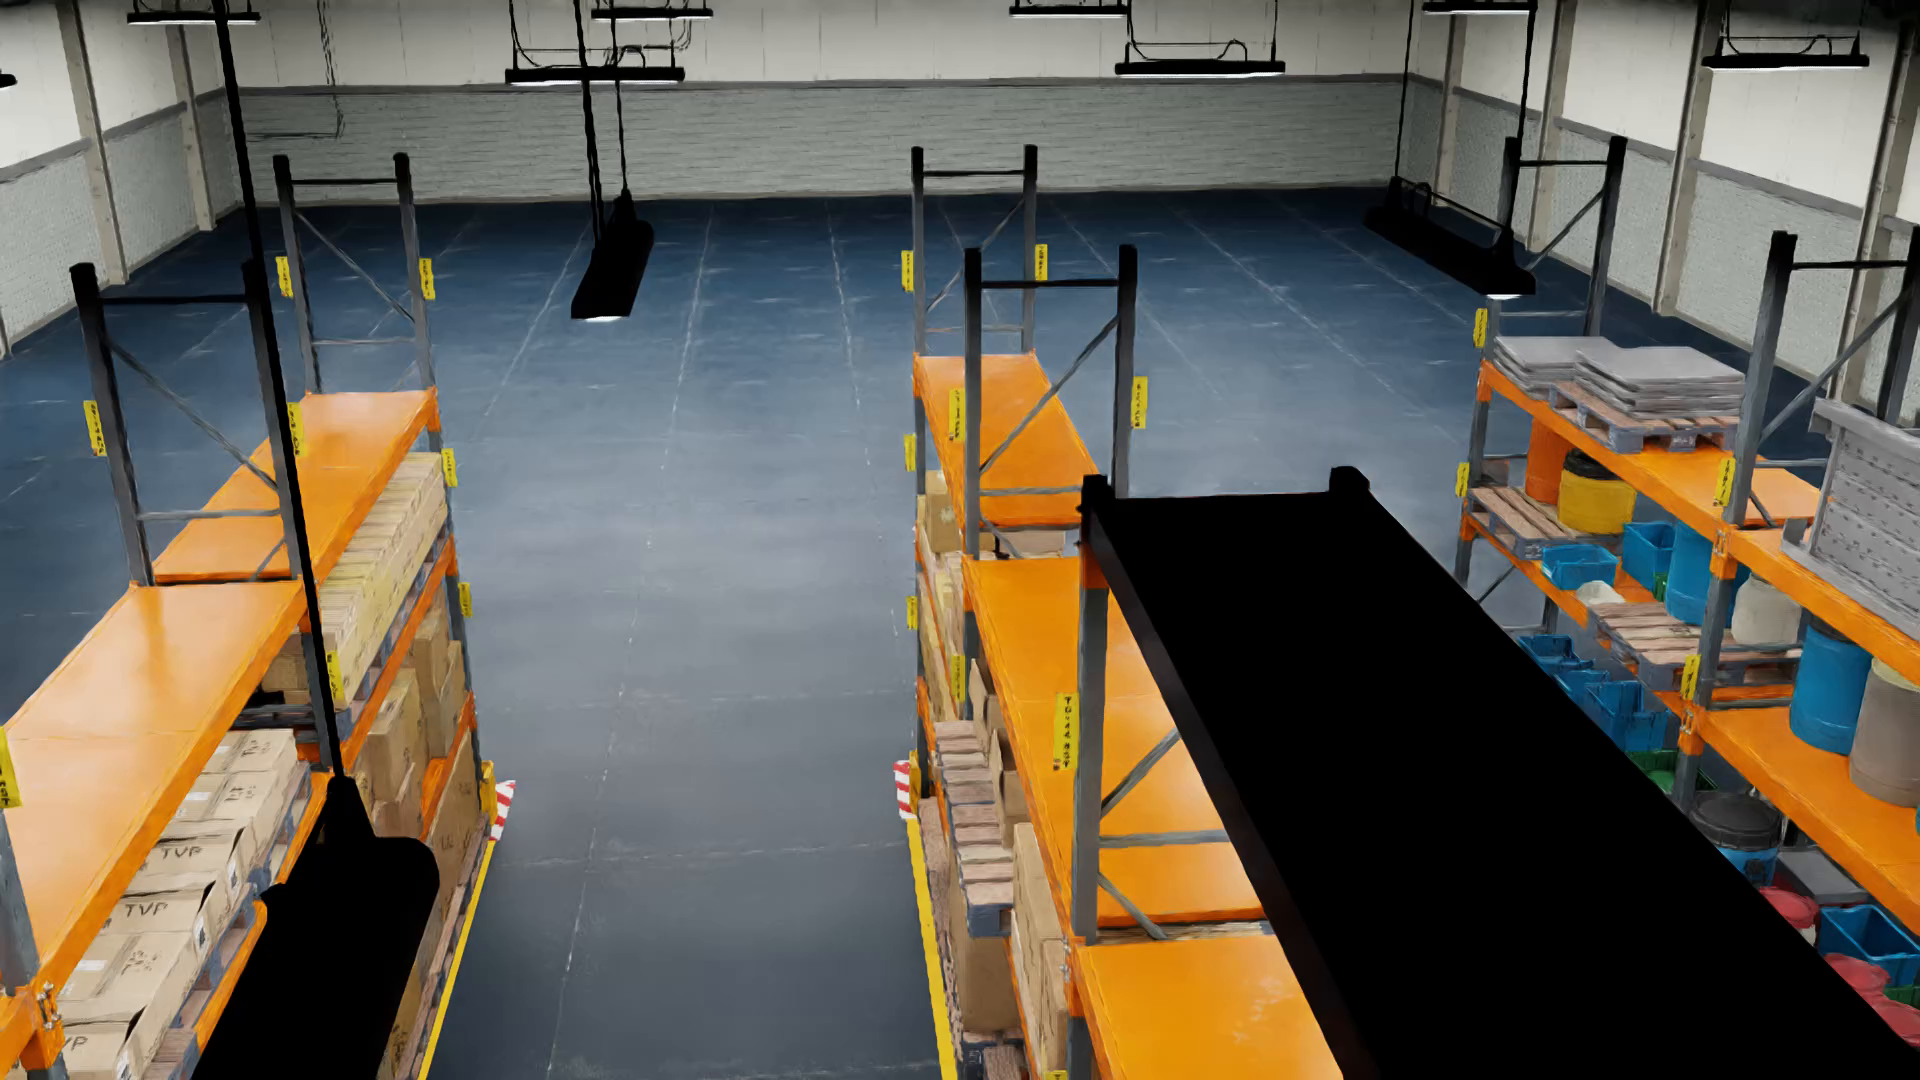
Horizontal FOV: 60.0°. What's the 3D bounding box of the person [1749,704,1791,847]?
[{"bbox_3d":[6.852,2.103,13.856,0.442,1.792,0.601,-16,26,-34],"label":"person"}]
